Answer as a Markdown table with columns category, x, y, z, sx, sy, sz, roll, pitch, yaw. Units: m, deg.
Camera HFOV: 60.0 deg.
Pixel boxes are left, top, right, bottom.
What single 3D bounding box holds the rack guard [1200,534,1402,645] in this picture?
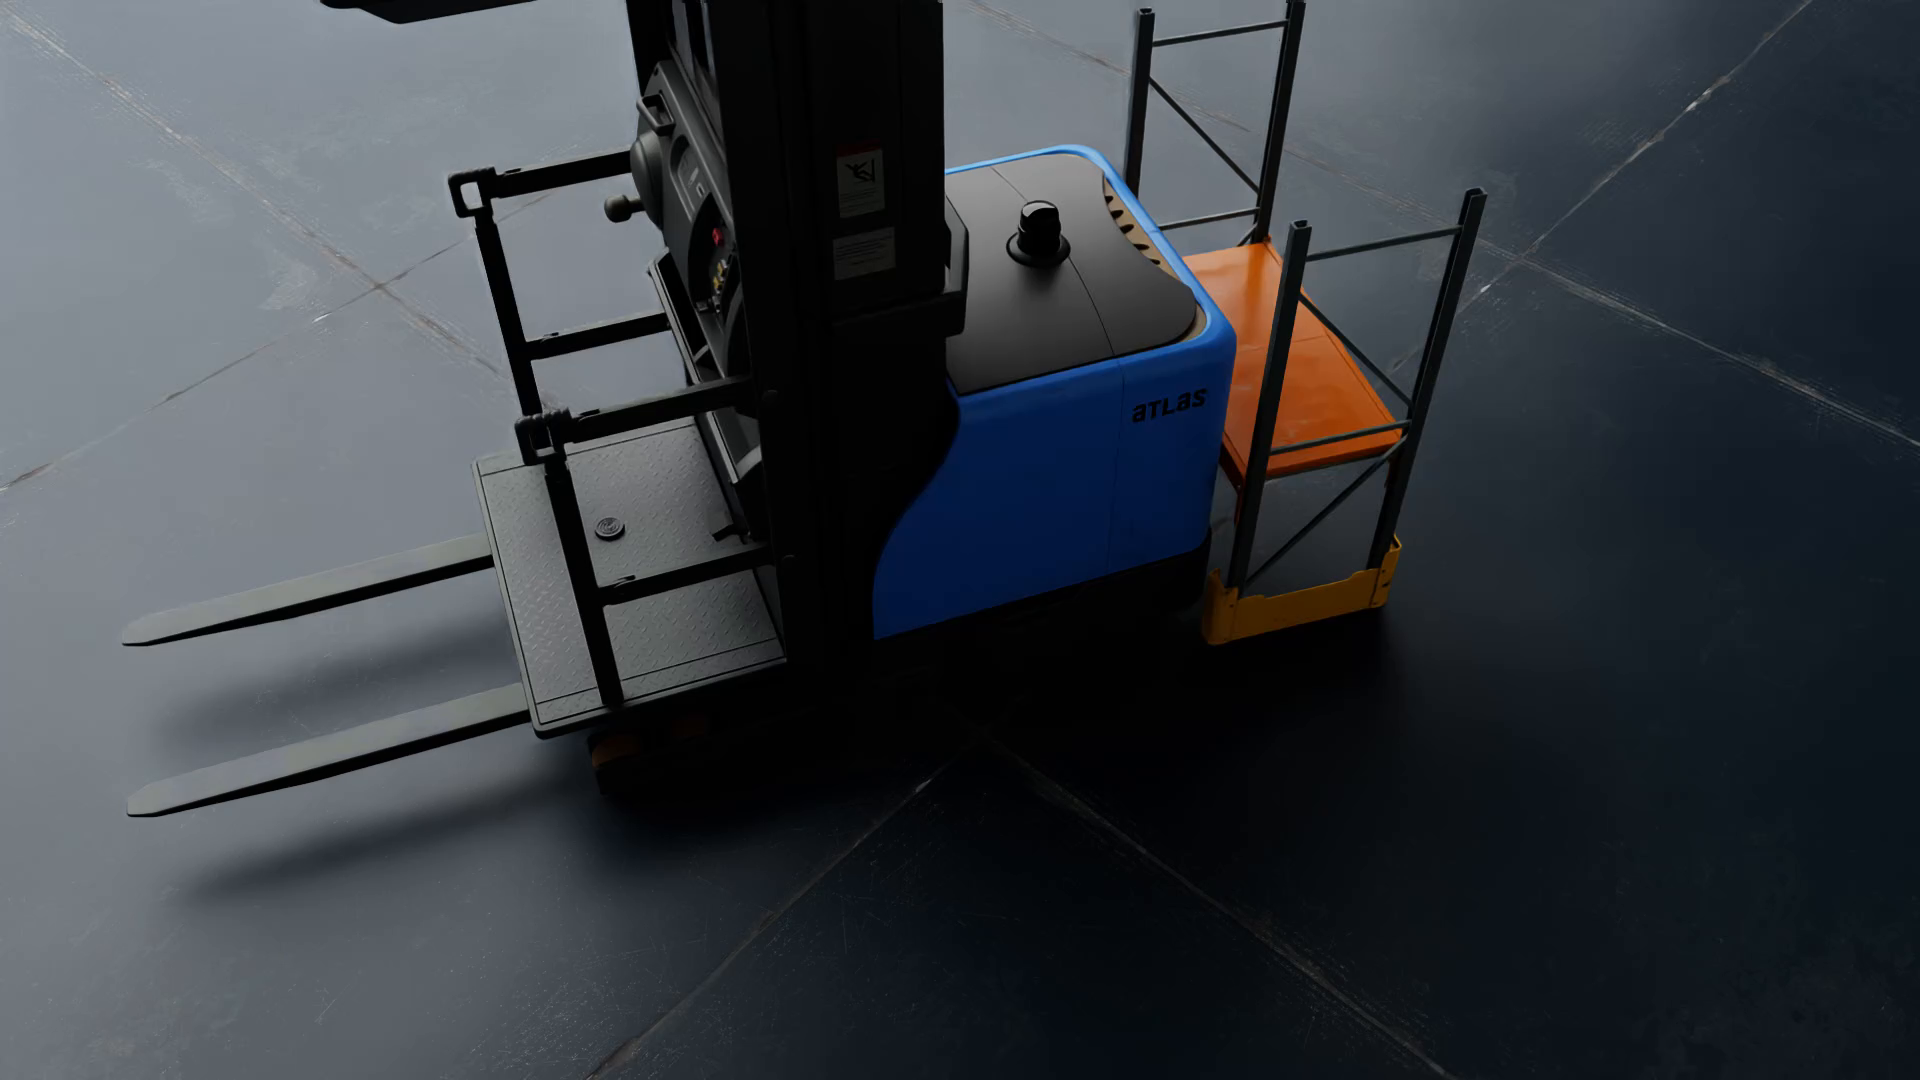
| category | x | y | z | sx | sy | sz | roll | pitch | yaw |
| --- | --- | --- | --- | --- | --- | --- | --- | --- | --- |
| rack guard | 1.011 | 0.142 | 4.945 | 0.587 | 0.250 | 0.087 | -12 | 48 | -11 |

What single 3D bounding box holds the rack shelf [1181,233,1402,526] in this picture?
| category | x | y | z | sx | sy | sz | roll | pitch | yaw |
| --- | --- | --- | --- | --- | --- | --- | --- | --- | --- |
| rack shelf | 0.872 | -0.504 | 4.941 | 0.538 | 0.185 | 1.000 | -12 | 48 | -11 |

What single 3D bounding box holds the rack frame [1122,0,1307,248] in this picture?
| category | x | y | z | sx | sy | sz | roll | pitch | yaw |
| --- | --- | --- | --- | --- | --- | --- | --- | --- | --- |
| rack frame | 0.728 | -0.983 | 5.144 | 0.500 | 1.500 | 0.032 | -12 | 48 | -11 |

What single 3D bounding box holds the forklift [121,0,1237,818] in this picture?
| category | x | y | z | sx | sy | sz | roll | pitch | yaw |
| --- | --- | --- | --- | --- | --- | --- | --- | --- | --- |
| forklift | -0.837 | -0.750 | 3.943 | 3.031 | 2.935 | 1.130 | -15 | 49 | -14 |

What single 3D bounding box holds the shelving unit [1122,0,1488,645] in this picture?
| category | x | y | z | sx | sy | sz | roll | pitch | yaw |
| --- | --- | --- | --- | --- | --- | --- | --- | --- | --- |
| shelving unit | 0.870 | -0.634 | 4.816 | 0.587 | 1.500 | 1.083 | -12 | 48 | -11 |

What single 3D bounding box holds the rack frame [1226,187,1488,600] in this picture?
| category | x | y | z | sx | sy | sz | roll | pitch | yaw |
| --- | --- | --- | --- | --- | --- | --- | --- | --- | --- |
| rack frame | 1.017 | -0.272 | 4.476 | 0.500 | 1.500 | 0.032 | -12 | 48 | -11 |
